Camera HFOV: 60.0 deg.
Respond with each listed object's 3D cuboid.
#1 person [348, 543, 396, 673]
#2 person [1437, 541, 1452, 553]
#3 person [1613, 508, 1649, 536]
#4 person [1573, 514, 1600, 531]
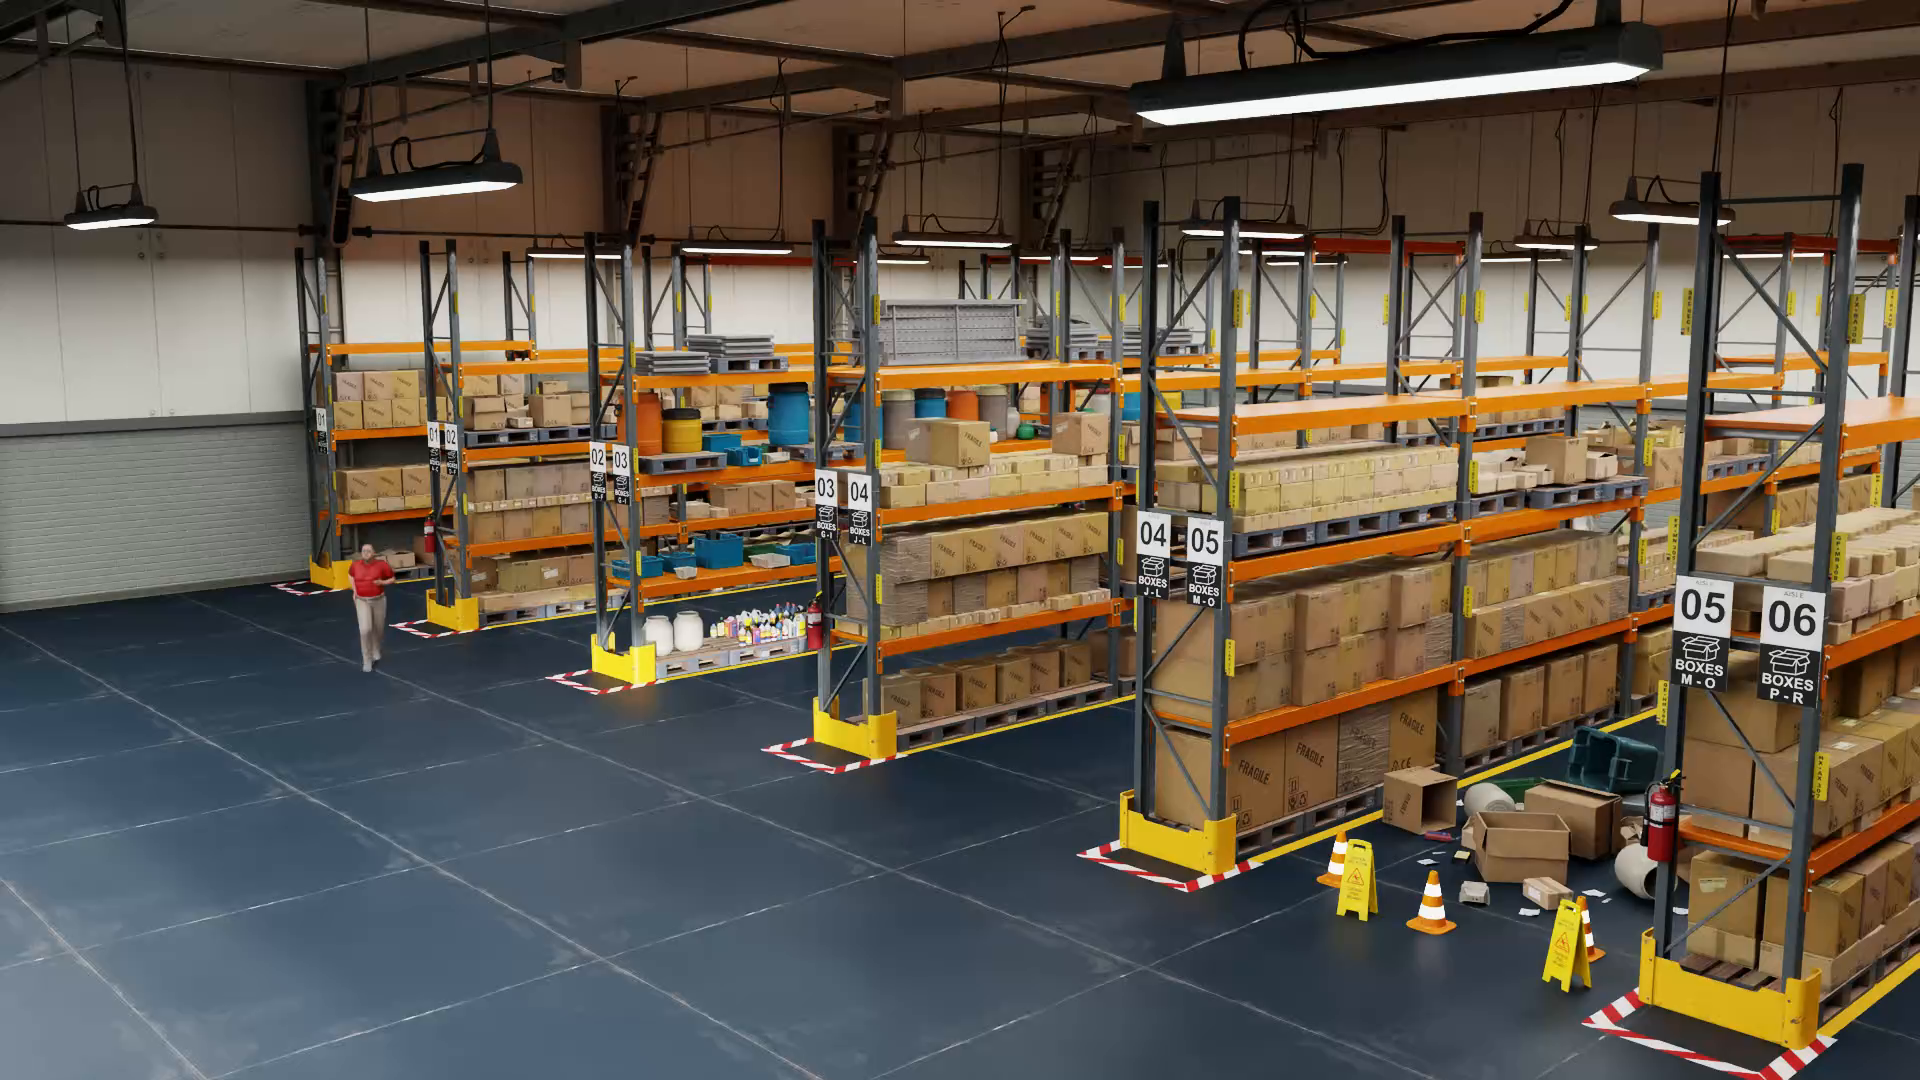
[{"bbox_3d":[-8.204,0.930,23.258,0.629,1.803,0.811,-3,9,-19],"label":"person"},{"bbox_3d":[7.188,0.770,24.542,0.823,1.676,0.598,-6,11,-37],"label":"person"},{"bbox_3d":[11.414,0.244,28.344,0.629,1.693,0.812,4,9,24],"label":"person"},{"bbox_3d":[11.425,-0.201,30.578,0.753,1.806,0.920,-4,9,-27],"label":"person"}]
